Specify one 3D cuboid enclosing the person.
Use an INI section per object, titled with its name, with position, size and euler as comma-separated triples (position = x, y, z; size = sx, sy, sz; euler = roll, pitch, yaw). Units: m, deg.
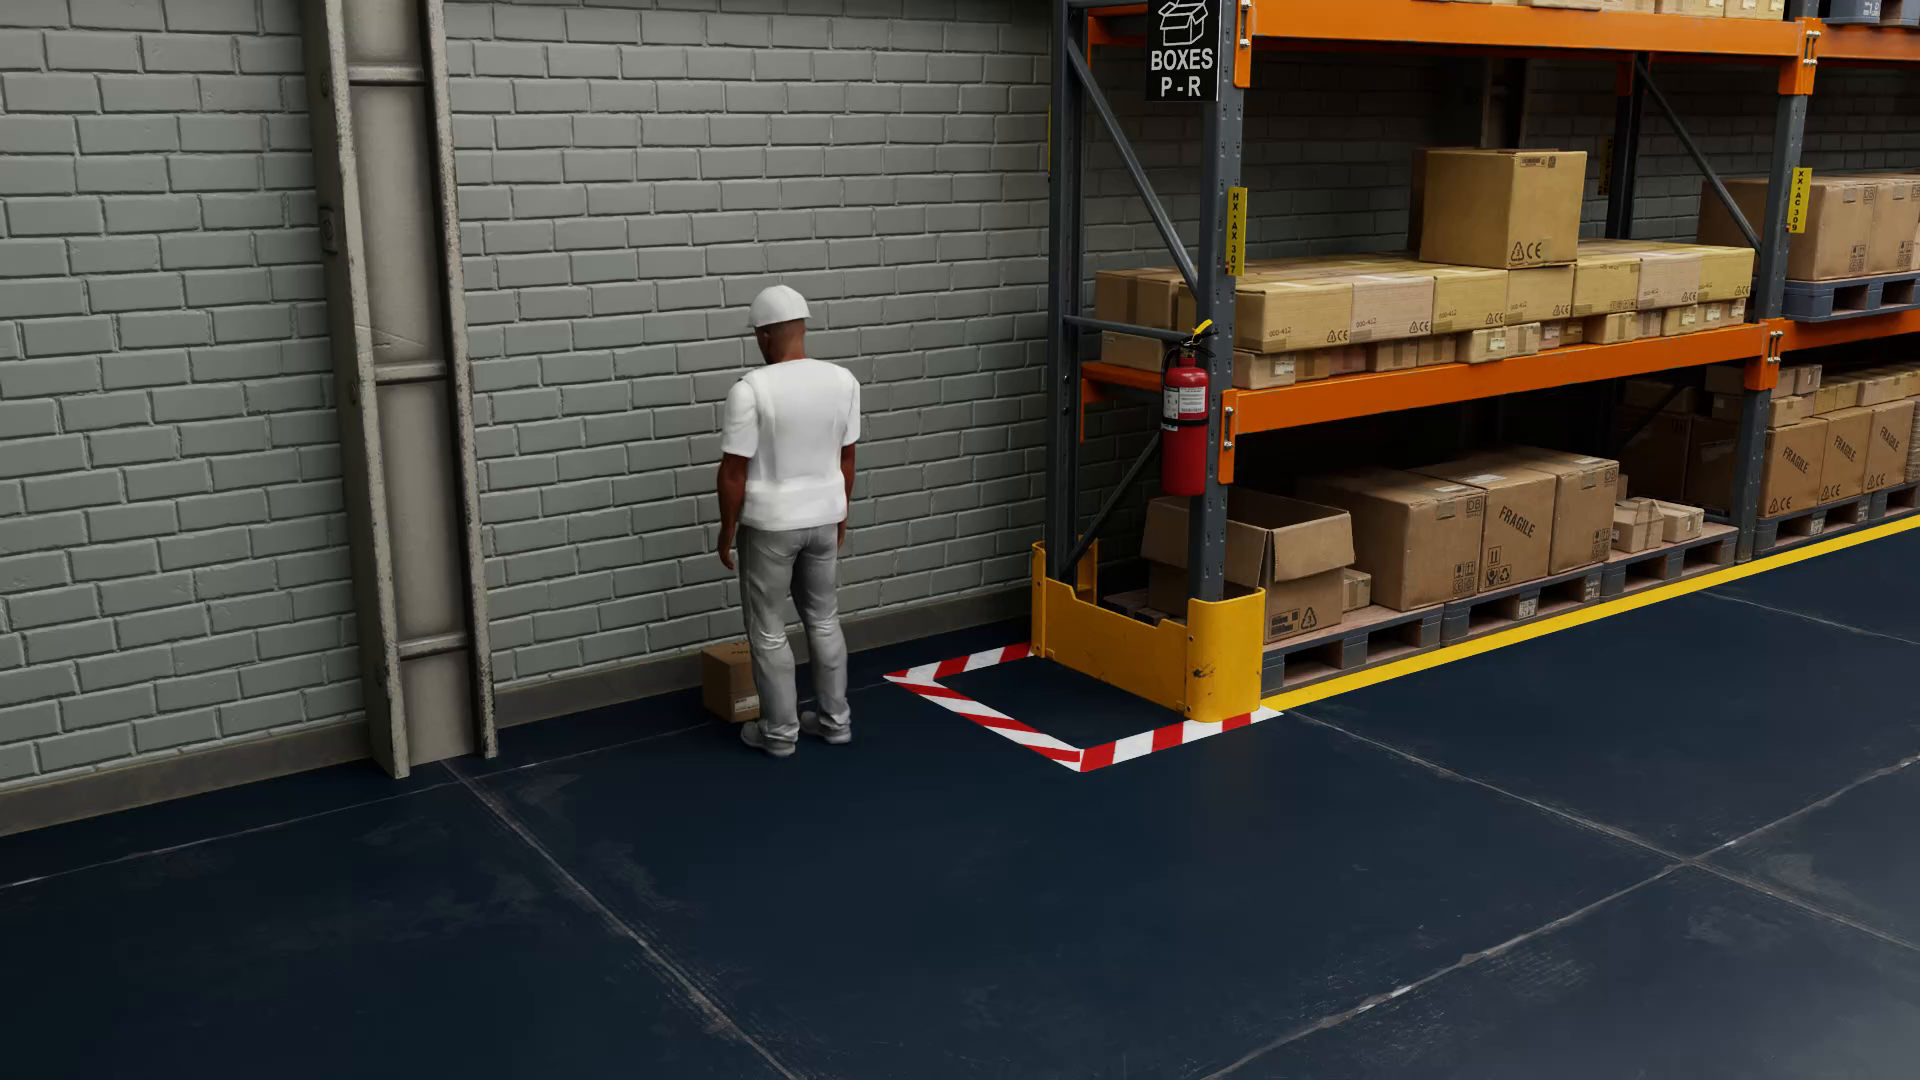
[person]
position = -0.645, -0.065, 6.229
size = 0.566, 1.766, 0.362
euler = -10, 17, -34
